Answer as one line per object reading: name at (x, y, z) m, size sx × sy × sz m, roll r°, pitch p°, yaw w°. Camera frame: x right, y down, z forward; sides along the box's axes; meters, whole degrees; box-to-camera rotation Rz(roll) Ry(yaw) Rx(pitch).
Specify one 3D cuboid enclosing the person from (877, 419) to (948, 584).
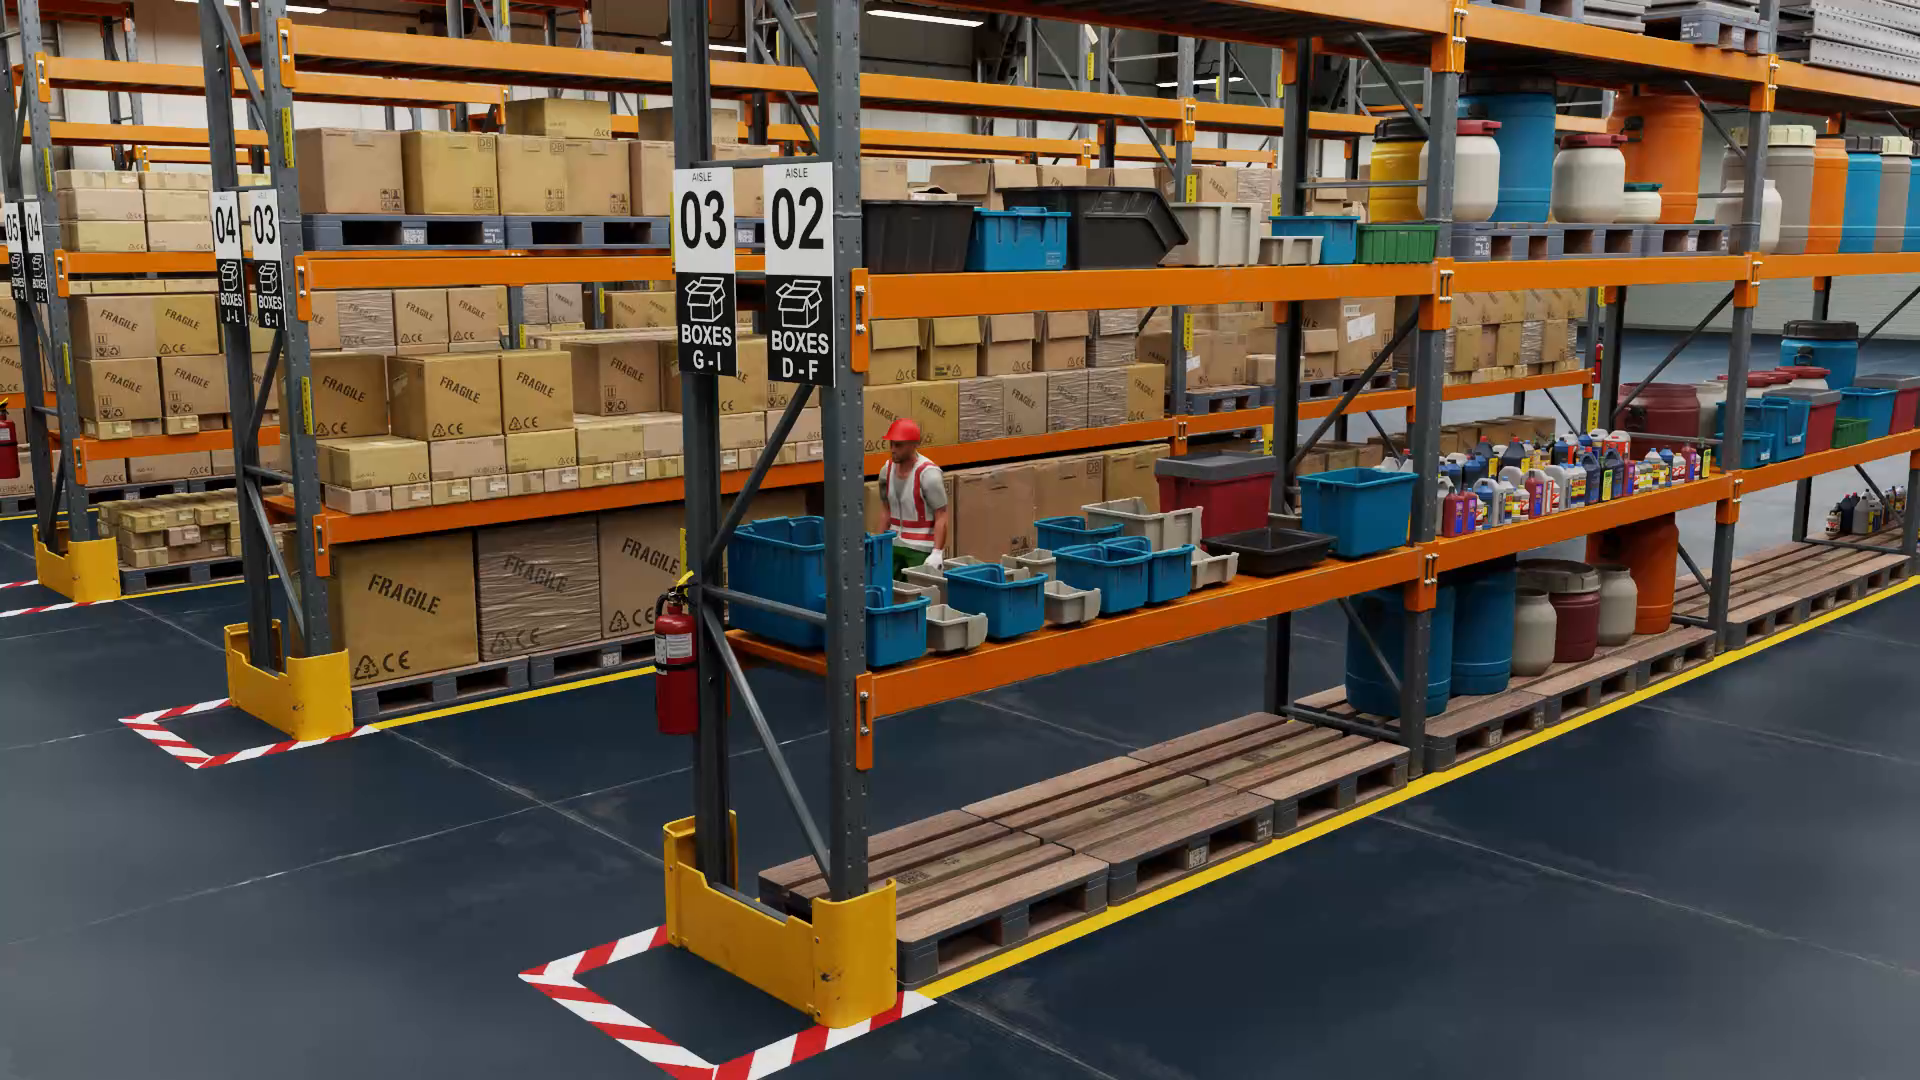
person at (-0.342, 0.079, 10.947) m, size 0.617 × 1.778 × 0.453 m, roll 10°, pitch 14°, yaw 42°
